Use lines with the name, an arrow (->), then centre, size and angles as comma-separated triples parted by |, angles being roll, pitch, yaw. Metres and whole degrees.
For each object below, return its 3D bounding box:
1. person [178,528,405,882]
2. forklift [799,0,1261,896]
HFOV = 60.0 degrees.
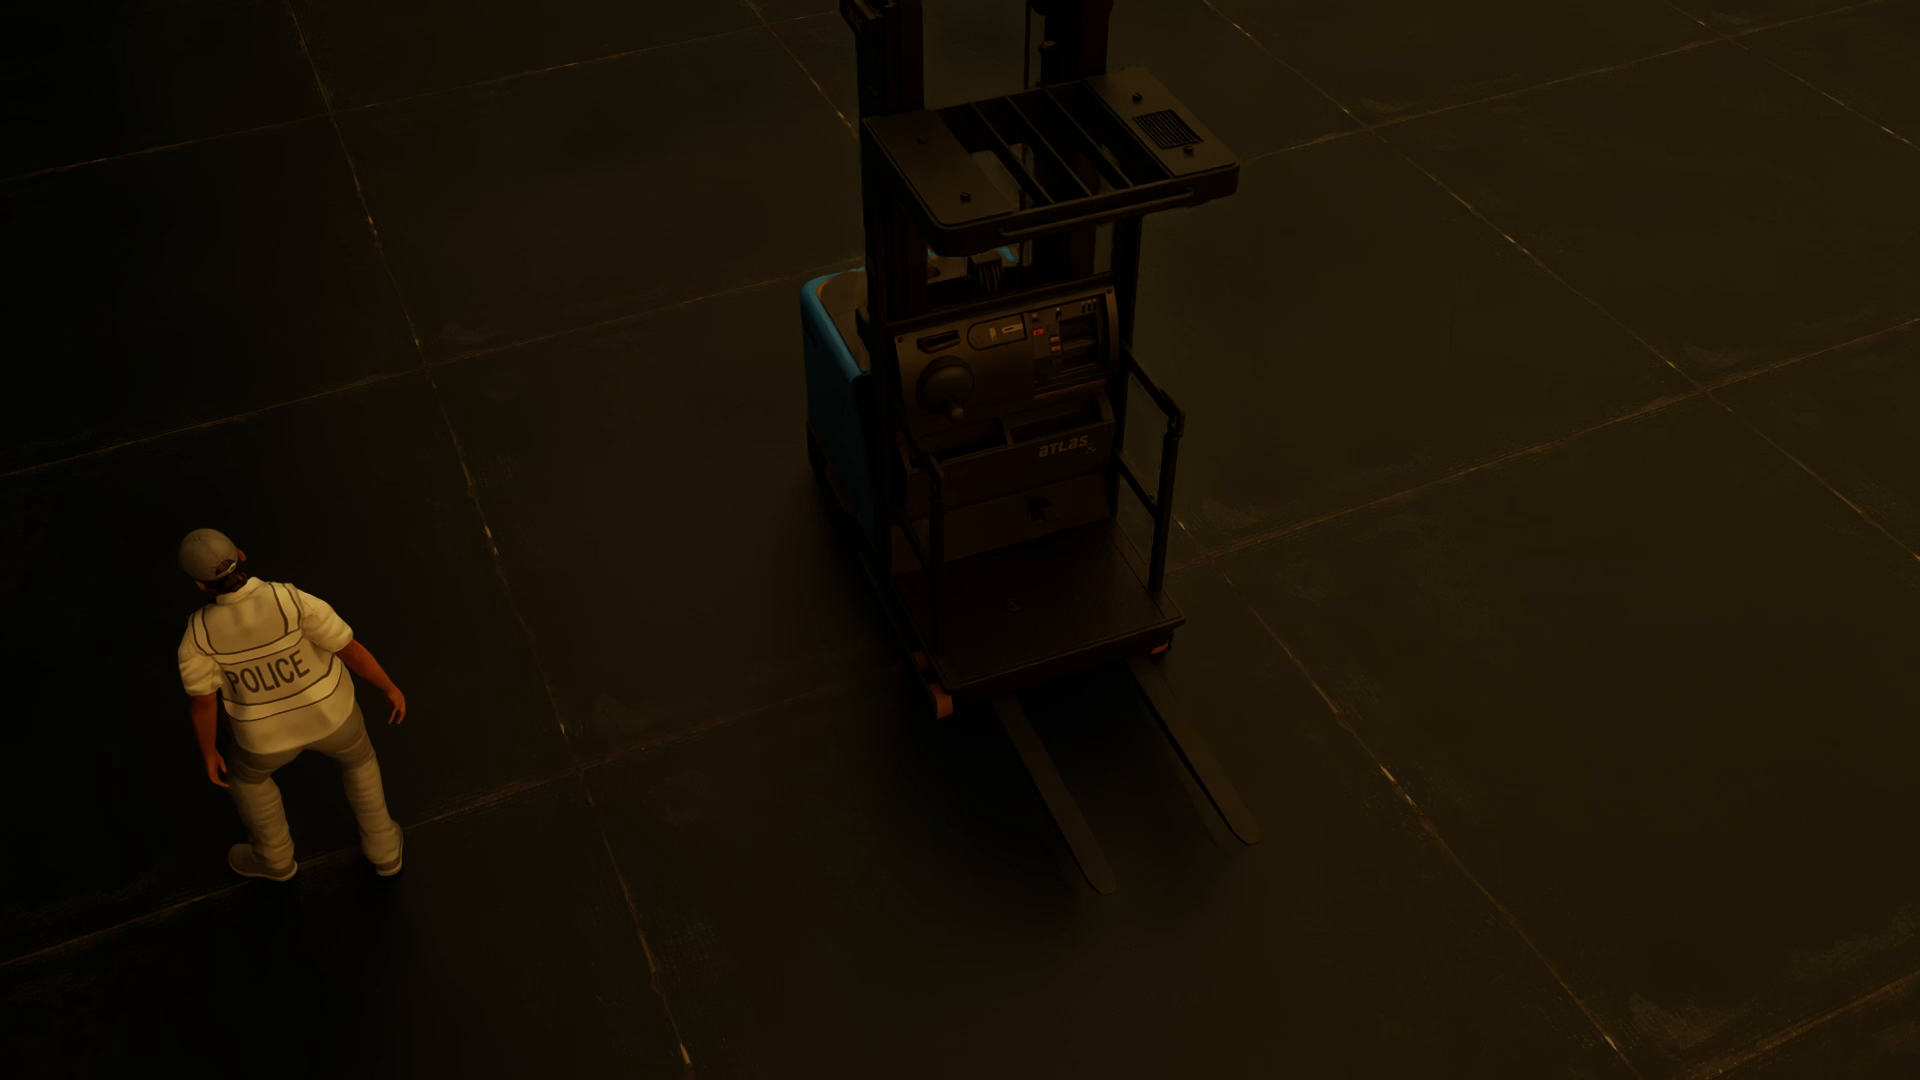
person -> -2.436, 0.618, 5.993 | 0.819, 1.636, 0.472 | -16, 45, -16
forklift -> 0.272, -0.647, 6.373 | 1.130, 2.935, 3.031 | -15, 45, -16
